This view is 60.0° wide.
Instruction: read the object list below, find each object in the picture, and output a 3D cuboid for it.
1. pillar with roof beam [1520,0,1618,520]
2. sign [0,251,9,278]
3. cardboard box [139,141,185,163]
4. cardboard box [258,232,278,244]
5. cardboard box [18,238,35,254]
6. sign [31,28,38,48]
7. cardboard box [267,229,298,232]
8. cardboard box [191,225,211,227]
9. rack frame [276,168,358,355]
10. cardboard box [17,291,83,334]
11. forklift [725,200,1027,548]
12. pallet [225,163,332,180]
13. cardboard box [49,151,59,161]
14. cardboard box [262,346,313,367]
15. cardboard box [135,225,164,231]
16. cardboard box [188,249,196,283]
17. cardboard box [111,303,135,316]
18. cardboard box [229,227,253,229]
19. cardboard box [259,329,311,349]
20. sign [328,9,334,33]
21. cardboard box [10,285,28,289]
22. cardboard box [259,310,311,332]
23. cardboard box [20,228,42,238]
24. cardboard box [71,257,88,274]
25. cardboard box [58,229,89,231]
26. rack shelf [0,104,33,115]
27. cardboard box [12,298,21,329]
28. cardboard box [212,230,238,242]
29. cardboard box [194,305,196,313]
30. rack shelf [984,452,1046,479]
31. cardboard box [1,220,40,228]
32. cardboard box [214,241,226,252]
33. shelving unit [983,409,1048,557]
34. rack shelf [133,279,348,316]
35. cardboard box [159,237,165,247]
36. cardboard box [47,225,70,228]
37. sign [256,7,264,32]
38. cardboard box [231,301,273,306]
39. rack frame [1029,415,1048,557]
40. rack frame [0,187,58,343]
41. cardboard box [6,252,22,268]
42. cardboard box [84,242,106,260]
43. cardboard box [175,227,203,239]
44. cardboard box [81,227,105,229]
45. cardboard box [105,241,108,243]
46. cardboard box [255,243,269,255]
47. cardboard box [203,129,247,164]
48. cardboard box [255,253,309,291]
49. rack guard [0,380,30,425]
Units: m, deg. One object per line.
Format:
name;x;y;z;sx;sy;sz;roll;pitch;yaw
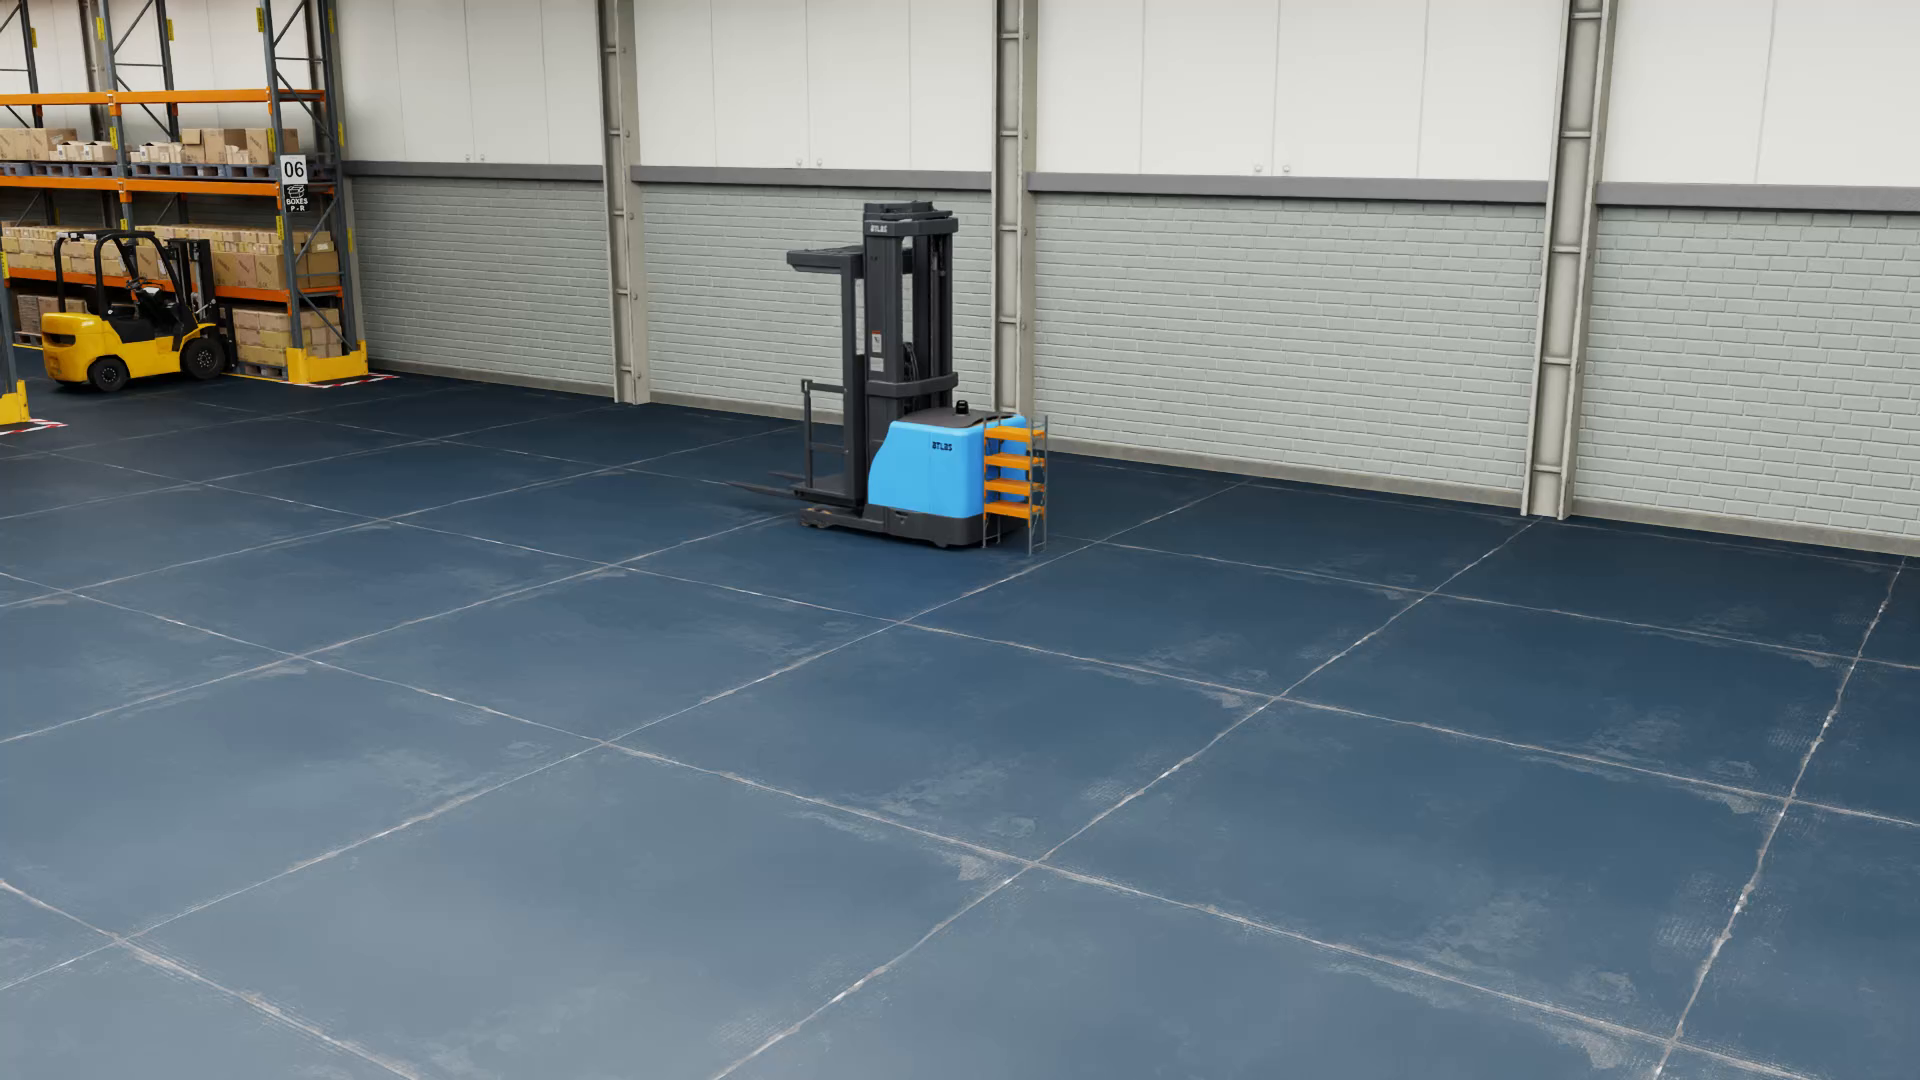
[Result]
pillar with roof beam;3.169;-3.754;11.259;0.400;9.000;9.100;9;17;33
sign;-11.754;-3.379;20.429;0.005;0.325;0.100;9;17;33
cardboard box;-12.054;-5.882;25.204;0.500;0.311;0.500;10;17;34
cardboard box;-9.926;-4.381;24.103;0.250;0.149;0.380;9;17;33
cardboard box;-15.281;-4.908;27.679;0.500;0.250;0.500;10;17;35
sign;-15.621;-8.467;28.027;0.005;0.325;0.100;9;17;33
cardboard box;-10.071;-4.547;24.771;0.250;0.149;0.380;9;17;33
cardboard box;-11.763;-4.828;25.906;0.250;0.149;0.380;9;17;32
rack frame;-9.289;-3.841;24.096;0.127;3.000;1.000;9;17;33
cardboard box;-15.418;-3.878;28.316;0.625;0.625;0.875;10;17;35
forklift;-0.877;-1.614;15.242;3.031;2.935;1.130;10;17;35
pallet;-9.862;-5.354;24.150;1.213;0.211;1.003;9;17;33
cardboard box;-14.330;-6.154;26.639;0.250;0.149;0.380;9;16;32
cardboard box;-9.856;-2.710;24.376;0.500;0.250;0.500;9;17;33
cardboard box;-12.510;-4.783;25.726;0.250;0.149;0.380;10;17;34
cardboard box;-11.524;-4.180;25.258;0.500;0.500;0.500;9;17;32
cardboard box;-13.048;-3.496;26.772;0.625;0.625;0.875;10;17;35
cardboard box;-10.938;-4.684;25.326;0.250;0.149;0.380;10;17;34
cardboard box;-9.868;-2.956;24.328;0.500;0.250;0.500;9;16;32
sign;-8.974;-7.393;23.688;0.005;0.325;0.100;9;17;33
cardboard box;-16.643;-4.409;29.371;0.250;0.149;0.380;9;17;34
cardboard box;-9.846;-3.195;24.254;0.500;0.250;0.500;10;17;35
cardboard box;-15.378;-5.111;27.668;0.250;0.149;0.380;10;17;34
cardboard box;-13.988;-4.459;26.905;0.500;0.250;0.500;9;17;33
cardboard box;-14.481;-4.989;27.176;0.250;0.149;0.380;9;17;33
rack shelf;-17.587;-7.551;28.927;4.000;0.370;1.077;9;17;33
cardboard box;-16.398;-3.918;28.736;0.500;0.500;0.500;10;17;34
cardboard box;-10.819;-4.506;24.605;0.250;0.149;0.380;10;17;34
cardboard box;-11.544;-3.469;25.363;0.500;0.250;0.500;10;17;35
rack shelf;0.473;-0.645;14.281;0.480;0.148;0.258;10;17;35
cardboard box;-16.267;-5.266;28.772;0.500;0.500;0.500;10;17;35
cardboard box;-10.812;-4.362;24.644;0.250;0.149;0.380;9;17;33
shelving unit;0.473;-0.493;14.318;0.503;1.200;0.258;10;17;35
rack shelf;-10.949;-3.760;25.266;4.000;0.370;1.077;9;17;33
cardboard box;-12.043;-4.582;25.531;0.250;0.149;0.380;9;17;33
cardboard box;-15.265;-5.261;28.275;0.250;0.149;0.380;10;17;34
sign;-9.604;-7.138;22.824;0.005;0.325;0.100;9;17;33
cardboard box;-10.830;-3.503;25.499;0.500;0.250;0.500;9;16;32
rack frame;0.669;-0.458;14.177;0.015;1.200;0.240;10;17;35
rack frame;-15.928;-4.914;28.430;0.127;3.000;1.000;9;17;33
cardboard box;-15.696;-4.733;28.011;0.500;0.250;0.500;9;17;33
cardboard box;-13.590;-4.629;26.554;0.500;0.250;0.500;9;16;31
cardboard box;-11.639;-4.649;25.185;0.250;0.149;0.380;9;16;32
cardboard box;-14.415;-5.128;27.737;0.250;0.149;0.380;9;16;32
cardboard box;-13.414;-4.816;26.480;0.250;0.149;0.380;9;17;33
cardboard box;-9.962;-4.223;24.083;0.250;0.149;0.380;9;17;34
cardboard box;-10.587;-5.766;24.340;0.500;0.500;0.700;9;17;33
cardboard box;-9.844;-3.903;24.139;0.500;0.500;0.500;9;16;32
rack guard;-12.120;-1.647;20.438;0.348;0.500;1.175;9;17;33
